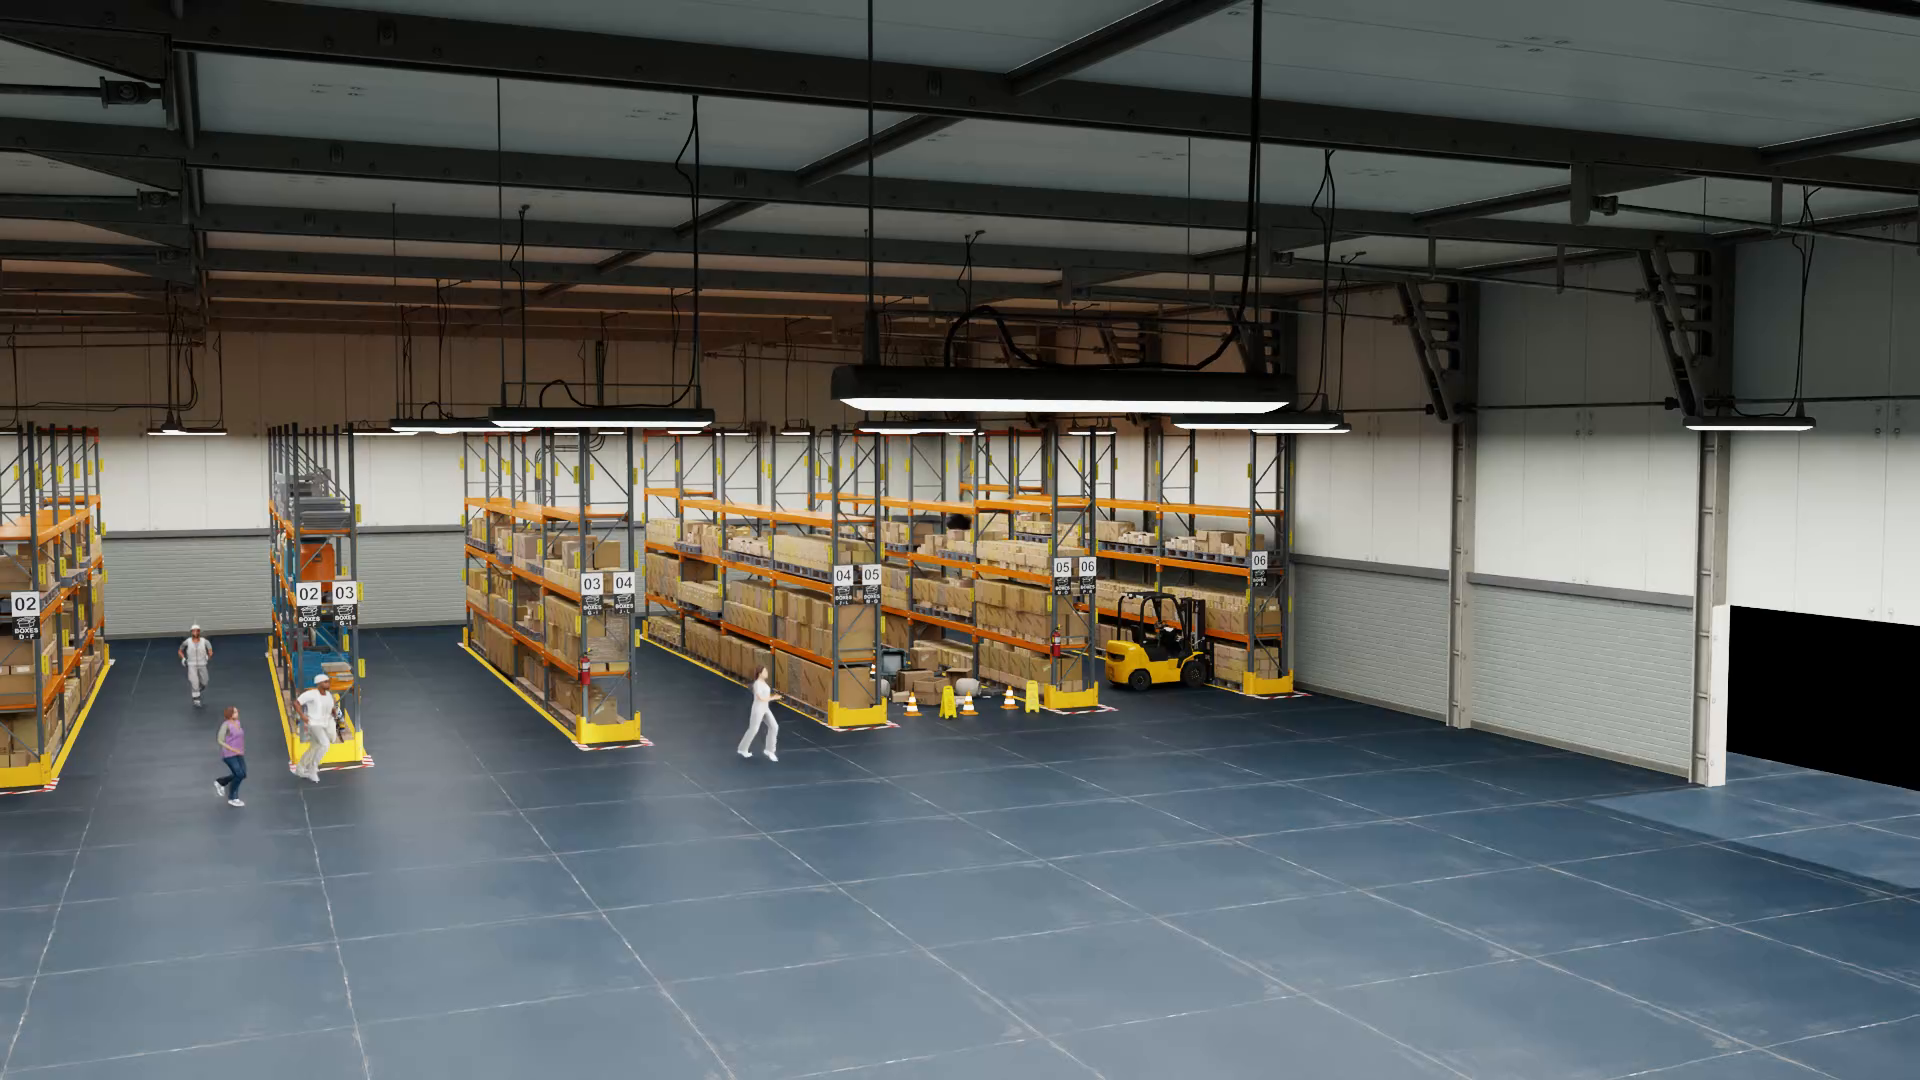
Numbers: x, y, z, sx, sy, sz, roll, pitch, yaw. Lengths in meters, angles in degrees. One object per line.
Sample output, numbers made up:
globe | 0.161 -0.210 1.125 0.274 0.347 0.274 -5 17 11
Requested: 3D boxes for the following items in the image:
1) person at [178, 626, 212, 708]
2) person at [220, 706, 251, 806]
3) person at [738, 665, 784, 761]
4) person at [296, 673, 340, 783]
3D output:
person | -16.265 2.689 35.418 0.658 1.740 0.694 -2 4 -32
person | -11.326 3.407 25.950 0.572 1.469 0.569 0 4 6
person | -3.514 3.072 29.537 0.827 1.718 0.533 1 4 14
person | -10.779 3.141 27.995 0.719 1.799 0.700 1 4 11
